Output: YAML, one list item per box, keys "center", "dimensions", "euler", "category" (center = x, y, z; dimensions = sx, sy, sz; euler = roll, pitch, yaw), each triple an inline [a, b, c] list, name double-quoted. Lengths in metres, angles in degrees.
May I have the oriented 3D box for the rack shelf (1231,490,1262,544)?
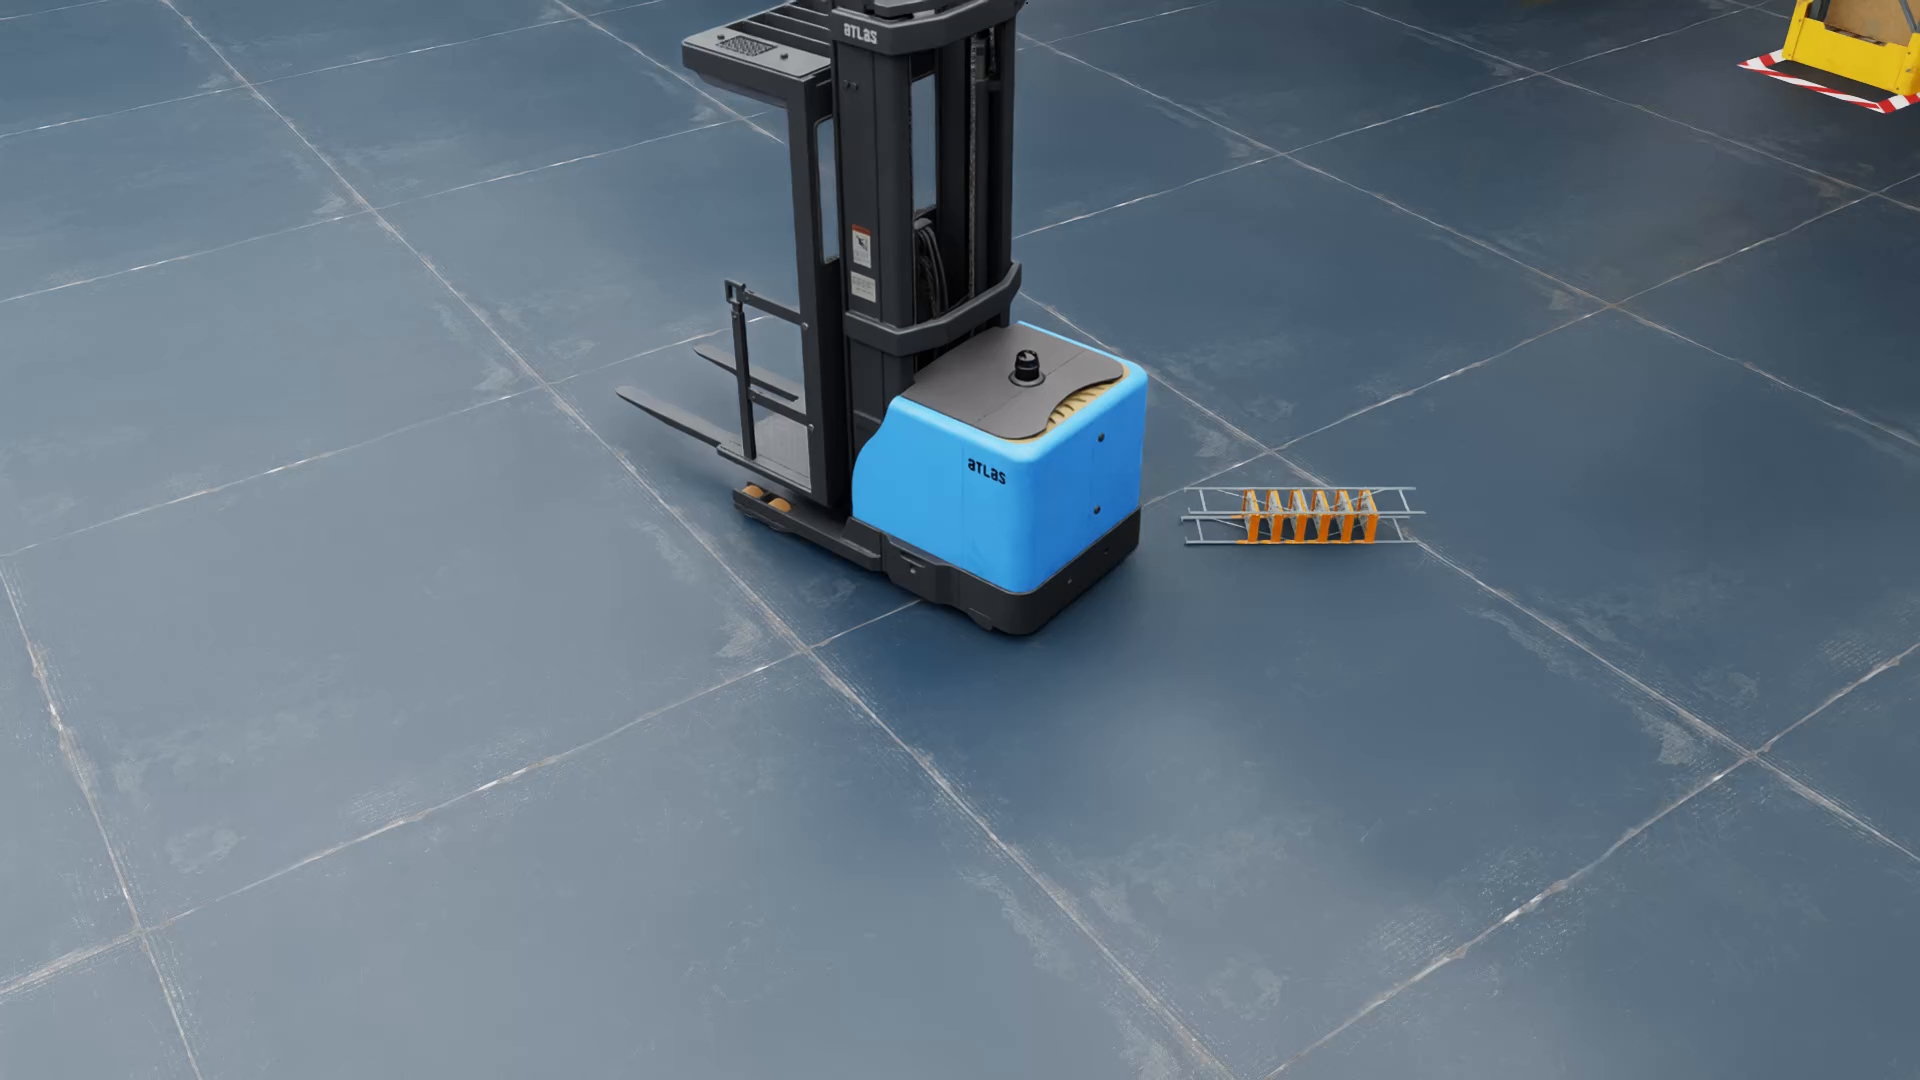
- center: [1.476, -0.127, 8.570]
  dimensions: [0.103, 0.180, 0.258]
  euler: [0, 36, -1]
  category: "rack shelf"

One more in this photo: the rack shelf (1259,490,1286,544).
- center: [1.596, -0.127, 8.571]
  dimensions: [0.103, 0.180, 0.258]
  euler: [0, 36, -1]
  category: "rack shelf"

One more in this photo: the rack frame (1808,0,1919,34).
- center: [7.570, -5.187, 13.206]
  dimensions: [0.127, 3.000, 1.000]
  euler: [-22, 41, -28]
  category: "rack frame"

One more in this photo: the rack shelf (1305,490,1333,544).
- center: [1.836, -0.128, 8.574]
  dimensions: [0.103, 0.180, 0.258]
  euler: [0, 36, -1]
  category: "rack shelf"

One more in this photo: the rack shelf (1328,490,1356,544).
- center: [1.956, -0.128, 8.575]
  dimensions: [0.103, 0.180, 0.258]
  euler: [0, 36, -1]
  category: "rack shelf"

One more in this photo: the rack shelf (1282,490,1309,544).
- center: [1.716, -0.127, 8.572]
  dimensions: [0.103, 0.180, 0.258]
  euler: [0, 36, -1]
  category: "rack shelf"

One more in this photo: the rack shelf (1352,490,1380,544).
- center: [2.076, -0.128, 8.576]
  dimensions: [0.103, 0.180, 0.258]
  euler: [0, 36, -1]
  category: "rack shelf"

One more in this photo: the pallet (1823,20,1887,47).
- center: [8.179, -4.361, 14.446]
  dimensions: [1.213, 0.211, 1.003]
  euler: [-22, 41, -28]
  category: "pallet"

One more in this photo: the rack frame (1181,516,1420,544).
- center: [1.759, -0.053, 8.626]
  dimensions: [1.200, 0.006, 0.240]
  euler: [0, 36, -1]
  category: "rack frame"

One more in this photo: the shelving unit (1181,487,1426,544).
- center: [1.760, -0.127, 8.573]
  dimensions: [1.200, 0.189, 0.258]
  euler: [0, 36, -1]
  category: "shelving unit"

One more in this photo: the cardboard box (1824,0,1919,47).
- center: [8.086, -4.754, 14.065]
  dimensions: [0.875, 0.875, 0.875]
  euler: [-22, 41, -28]
  category: "cardboard box"

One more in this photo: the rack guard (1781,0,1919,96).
- center: [7.550, -4.164, 13.925]
  dimensions: [0.348, 0.500, 1.175]
  euler: [-22, 41, -28]
  category: "rack guard"

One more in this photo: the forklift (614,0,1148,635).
- center: [-0.559, -1.452, 8.072]
  dimensions: [3.031, 2.935, 1.130]
  euler: [25, 43, 31]
  category: "forklift"

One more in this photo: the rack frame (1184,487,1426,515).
- center: [1.761, -0.202, 8.519]
  dimensions: [1.200, 0.006, 0.240]
  euler: [0, 36, -1]
  category: "rack frame"
